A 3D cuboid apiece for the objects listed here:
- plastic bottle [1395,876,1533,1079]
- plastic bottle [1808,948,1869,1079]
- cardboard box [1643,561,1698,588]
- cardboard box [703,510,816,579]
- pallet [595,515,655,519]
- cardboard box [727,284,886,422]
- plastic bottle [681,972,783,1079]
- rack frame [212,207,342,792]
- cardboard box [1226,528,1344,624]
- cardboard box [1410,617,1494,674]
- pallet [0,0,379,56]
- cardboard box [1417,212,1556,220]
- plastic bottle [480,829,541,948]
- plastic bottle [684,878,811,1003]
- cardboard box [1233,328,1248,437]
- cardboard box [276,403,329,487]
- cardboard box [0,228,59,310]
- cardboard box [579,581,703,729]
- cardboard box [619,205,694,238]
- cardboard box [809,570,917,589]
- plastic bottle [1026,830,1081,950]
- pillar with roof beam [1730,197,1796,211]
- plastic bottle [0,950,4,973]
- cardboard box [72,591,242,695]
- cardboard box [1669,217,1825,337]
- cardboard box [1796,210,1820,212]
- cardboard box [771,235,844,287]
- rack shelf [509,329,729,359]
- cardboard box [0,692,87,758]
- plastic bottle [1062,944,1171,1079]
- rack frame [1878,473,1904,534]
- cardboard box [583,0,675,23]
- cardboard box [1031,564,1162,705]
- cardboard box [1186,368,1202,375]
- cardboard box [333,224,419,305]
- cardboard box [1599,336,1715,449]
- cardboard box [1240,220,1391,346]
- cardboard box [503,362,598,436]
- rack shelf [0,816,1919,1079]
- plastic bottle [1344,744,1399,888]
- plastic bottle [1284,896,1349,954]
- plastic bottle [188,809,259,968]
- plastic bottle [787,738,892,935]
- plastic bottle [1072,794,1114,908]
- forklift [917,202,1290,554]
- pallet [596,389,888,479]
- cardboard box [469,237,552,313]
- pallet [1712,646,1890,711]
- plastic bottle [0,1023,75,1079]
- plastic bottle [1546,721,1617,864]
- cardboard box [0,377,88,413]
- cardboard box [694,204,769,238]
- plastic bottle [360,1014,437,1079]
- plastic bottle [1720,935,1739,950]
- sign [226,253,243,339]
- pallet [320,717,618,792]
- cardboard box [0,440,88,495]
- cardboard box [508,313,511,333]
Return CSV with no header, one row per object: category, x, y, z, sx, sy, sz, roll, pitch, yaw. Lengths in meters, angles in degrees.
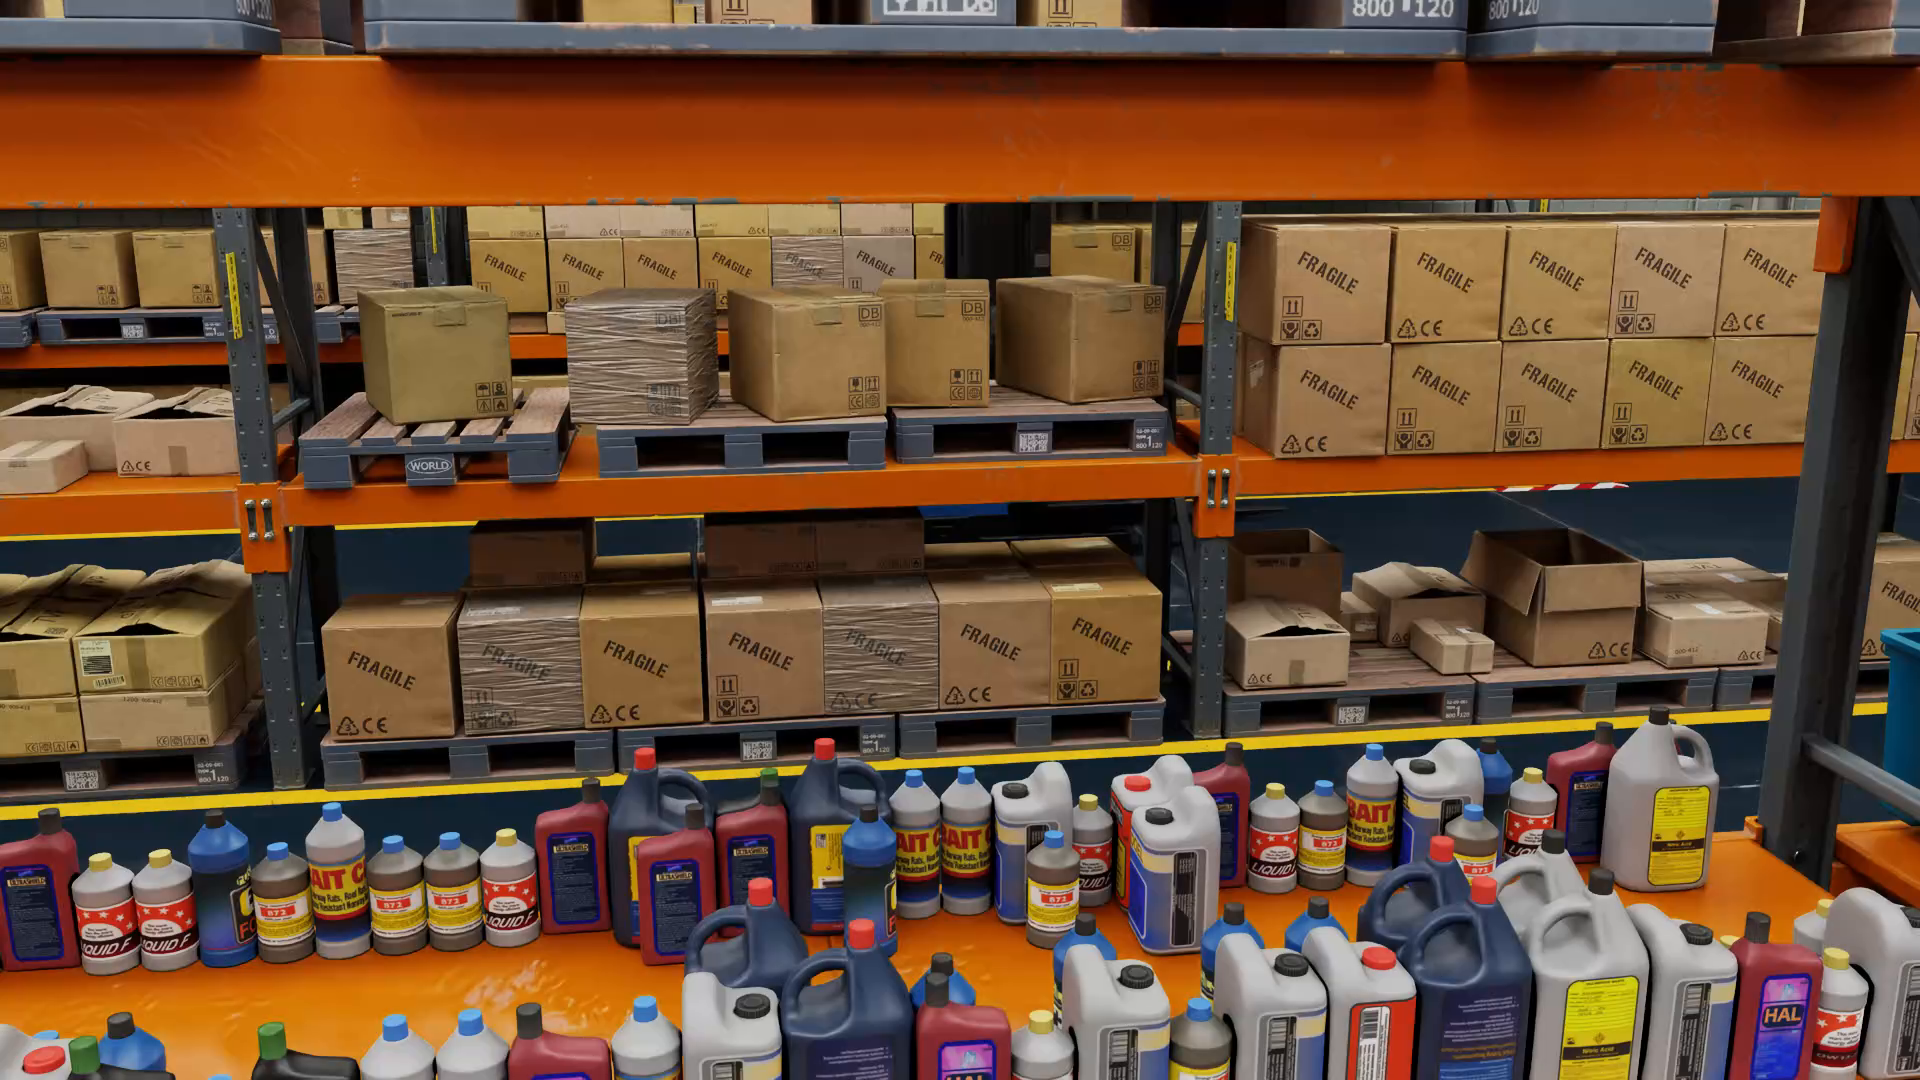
plastic bottle,0.747,0.671,2.480,0.185,0.351,0.144,-2,14,-8
plastic bottle,1.338,0.728,2.561,0.097,0.201,0.097,0,14,0
cardboard box,3.442,0.300,8.607,0.500,0.250,0.500,-2,14,-8
cardboard box,-0.944,-0.014,7.804,0.500,0.250,0.500,-2,14,-9
pallet,-2.851,-0.367,12.252,1.213,0.211,1.003,-2,14,-8
cardboard box,-0.682,-0.836,7.321,0.500,0.500,0.700,-6,15,-23
plastic bottle,-0.318,0.746,2.337,0.135,0.276,0.152,-2,14,-8
rack frame,-2.900,-0.518,7.121,0.127,3.000,1.000,-2,14,-8
cardboard box,1.577,0.247,8.304,0.500,0.500,0.500,-2,14,-8
cardboard box,2.357,0.501,7.978,0.250,0.166,0.380,-2,14,-8
pallet,-1.395,-0.694,2.044,1.213,0.211,1.003,-2,14,-8
cardboard box,2.522,-1.314,8.036,0.500,0.500,0.500,-2,14,-8
plastic bottle,-0.810,0.620,2.992,0.097,0.201,0.097,0,14,0
plastic bottle,-0.315,0.673,2.474,0.185,0.351,0.144,-2,14,-8
cardboard box,1.512,-0.791,8.005,0.500,0.500,0.500,-2,14,-7
cardboard box,-4.872,-0.681,12.005,0.500,0.500,0.700,-2,14,-8
cardboard box,-6.535,-1.855,11.343,0.500,0.500,0.700,-1,14,-3
cardboard box,-1.393,0.496,7.312,0.500,0.500,0.500,-2,14,-9
cardboard box,-2.129,-2.269,11.702,0.500,0.250,0.500,-2,14,-8
cardboard box,-0.480,0.333,7.960,0.500,0.500,0.500,-2,14,-8
plastic bottle,0.167,0.621,2.986,0.097,0.201,0.097,0,14,0
pillar with roof beam,7.452,-4.180,9.388,0.400,9.000,9.100,-2,14,-8
plastic bottle,-1.712,0.653,2.860,0.097,0.201,0.097,0,14,0
cardboard box,-3.381,0.418,7.024,0.500,0.311,0.500,-2,14,-7
cardboard box,3.600,-1.221,7.662,0.500,0.500,0.500,-2,14,-7
cardboard box,4.533,-1.389,8.332,0.500,0.500,0.500,-2,14,-7
cardboard box,-1.106,-1.942,11.943,0.500,0.500,0.500,-2,14,-8
rack shelf,-1.664,-1.433,12.248,4.000,0.370,1.077,-2,14,-8
cardboard box,-3.893,0.709,7.016,0.500,0.250,0.500,-2,14,-9
plastic bottle,0.226,0.726,2.417,0.135,0.276,0.152,-2,14,-8
rack frame,5.011,-0.808,8.277,0.127,3.000,1.000,-2,14,-8
cardboard box,-1.455,-2.083,6.988,0.500,0.500,0.910,-2,14,-8
cardboard box,0.610,0.423,7.603,0.500,0.500,0.500,-2,14,-9
cardboard box,1.927,-1.243,12.955,0.250,0.149,0.380,-2,14,-8
cardboard box,-4.105,-1.952,11.728,0.500,0.500,0.700,-4,15,-15
cardboard box,3.104,-0.720,7.721,0.500,0.500,0.500,-2,14,-9
cardboard box,1.563,-1.146,7.363,0.500,0.500,0.500,-2,14,-7
cardboard box,-2.895,-0.865,12.062,0.750,0.750,0.750,-2,14,-9
rack shelf,-0.188,0.950,2.746,4.000,0.370,1.077,-2,14,-8
plastic bottle,0.795,0.527,3.218,0.097,0.271,0.097,0,14,0
plastic bottle,0.551,0.685,2.587,0.097,0.271,0.097,0,14,0
plastic bottle,-1.292,0.604,2.913,0.097,0.271,0.097,0,14,0
plastic bottle,-0.221,0.532,3.037,0.185,0.351,0.144,-2,14,-8
plastic bottle,0.241,0.581,3.146,0.097,0.201,0.097,0,14,0
forklift,0.662,-1.429,10.893,3.031,2.935,1.130,-2,14,-10
pallet,-0.977,-0.496,7.430,1.213,0.211,1.003,-2,14,-8
cardboard box,-3.123,-1.868,11.645,0.500,0.500,0.500,-2,14,-7
pallet,4.148,0.577,8.489,1.213,0.211,1.003,-2,14,-8
plastic bottle,-1.232,0.779,2.204,0.135,0.276,0.152,-2,14,-8
plastic bottle,1.232,0.501,3.298,0.133,0.283,0.061,-2,14,-8
cardboard box,-6.436,-0.977,11.642,0.500,0.250,0.500,-2,14,-9
cardboard box,-1.625,-2.289,11.782,0.500,0.250,0.500,-2,14,-9
plastic bottle,-0.753,0.771,2.247,0.097,0.271,0.097,0,14,0
plastic bottle,1.197,0.718,2.601,0.097,0.201,0.097,0,14,0
sign,-2.814,-0.946,6.448,0.005,0.325,0.100,-2,14,-8
pallet,-2.156,0.817,7.532,1.213,0.211,1.003,-2,14,-8
cardboard box,-3.748,-0.297,6.756,0.250,0.149,0.380,-2,14,-8
cardboard box,-3.281,-1.553,11.725,0.250,0.149,0.380,-2,14,-9
